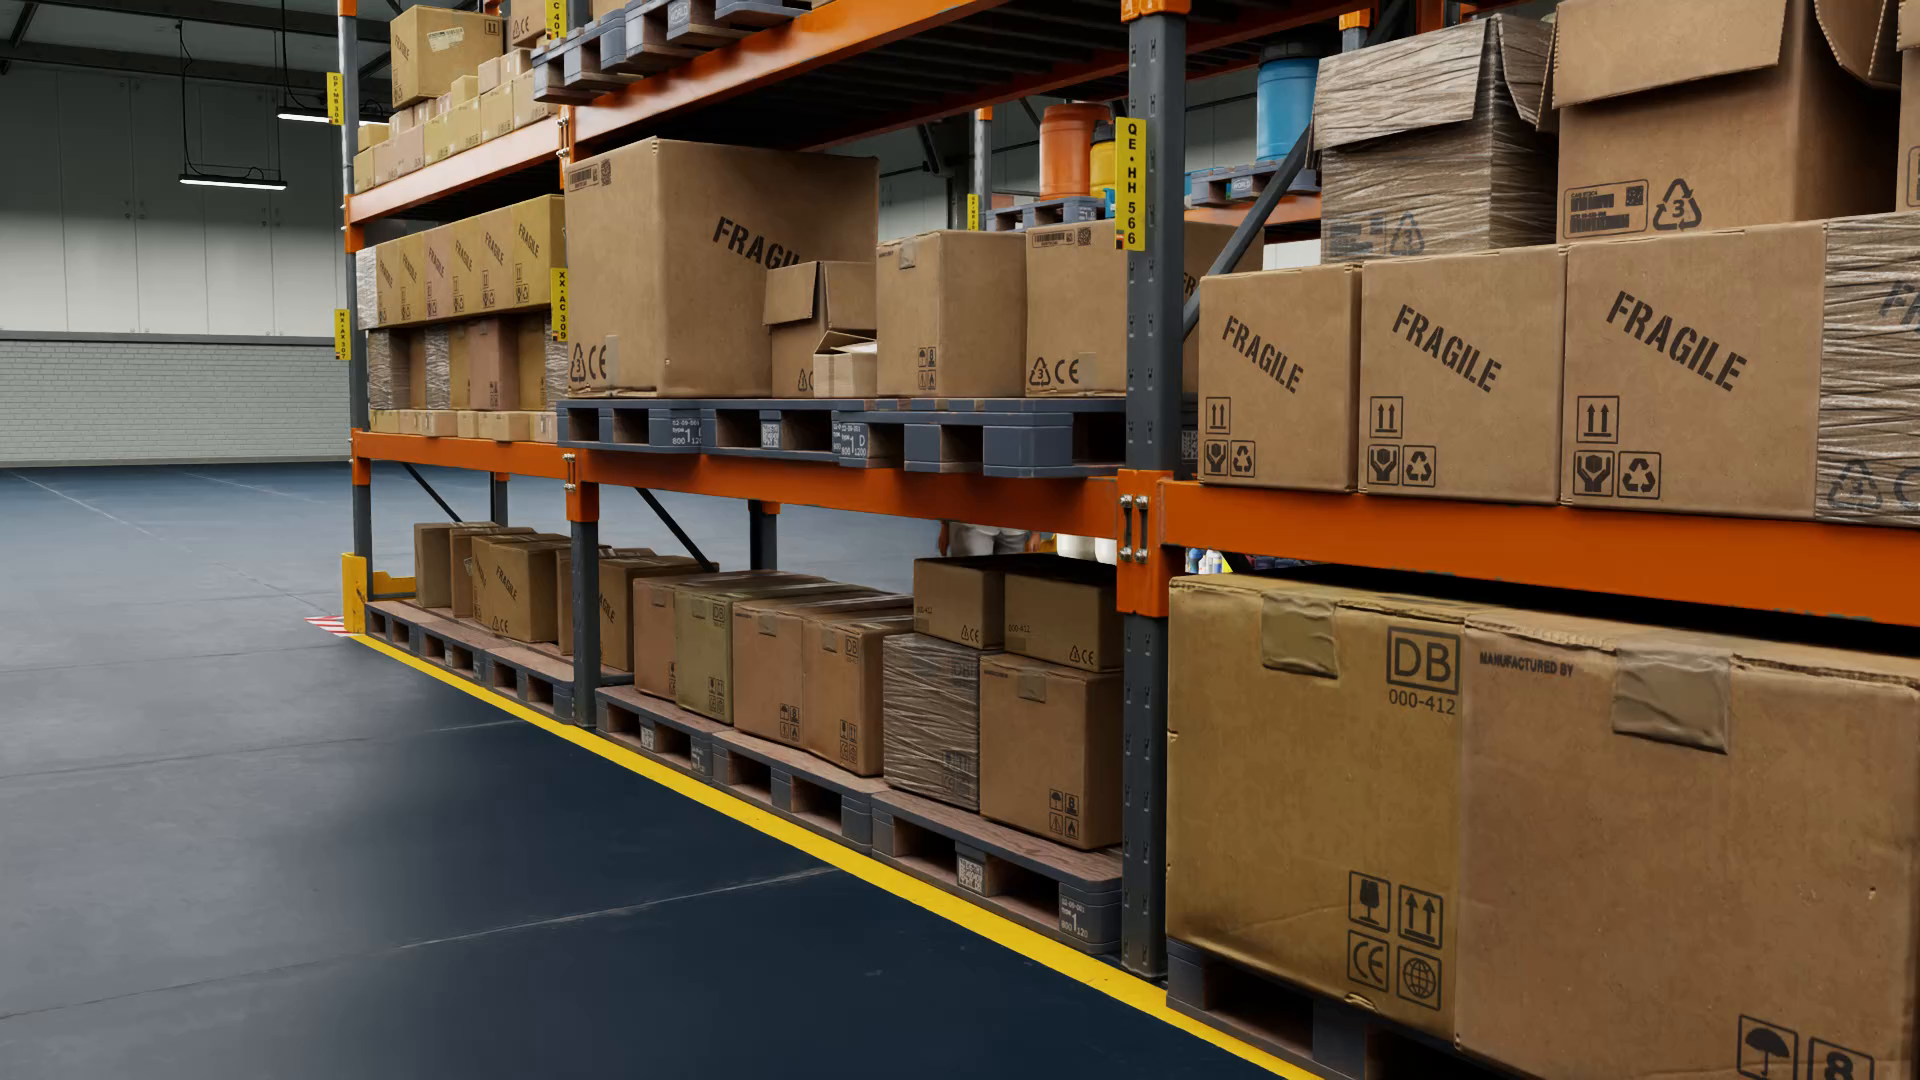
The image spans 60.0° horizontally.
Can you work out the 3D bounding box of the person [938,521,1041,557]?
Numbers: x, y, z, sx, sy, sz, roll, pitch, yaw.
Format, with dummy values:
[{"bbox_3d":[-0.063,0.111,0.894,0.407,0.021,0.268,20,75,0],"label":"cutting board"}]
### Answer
[{"bbox_3d":[0.166,-0.005,8.365,0.507,1.706,0.566,-2,5,-20],"label":"person"}]
